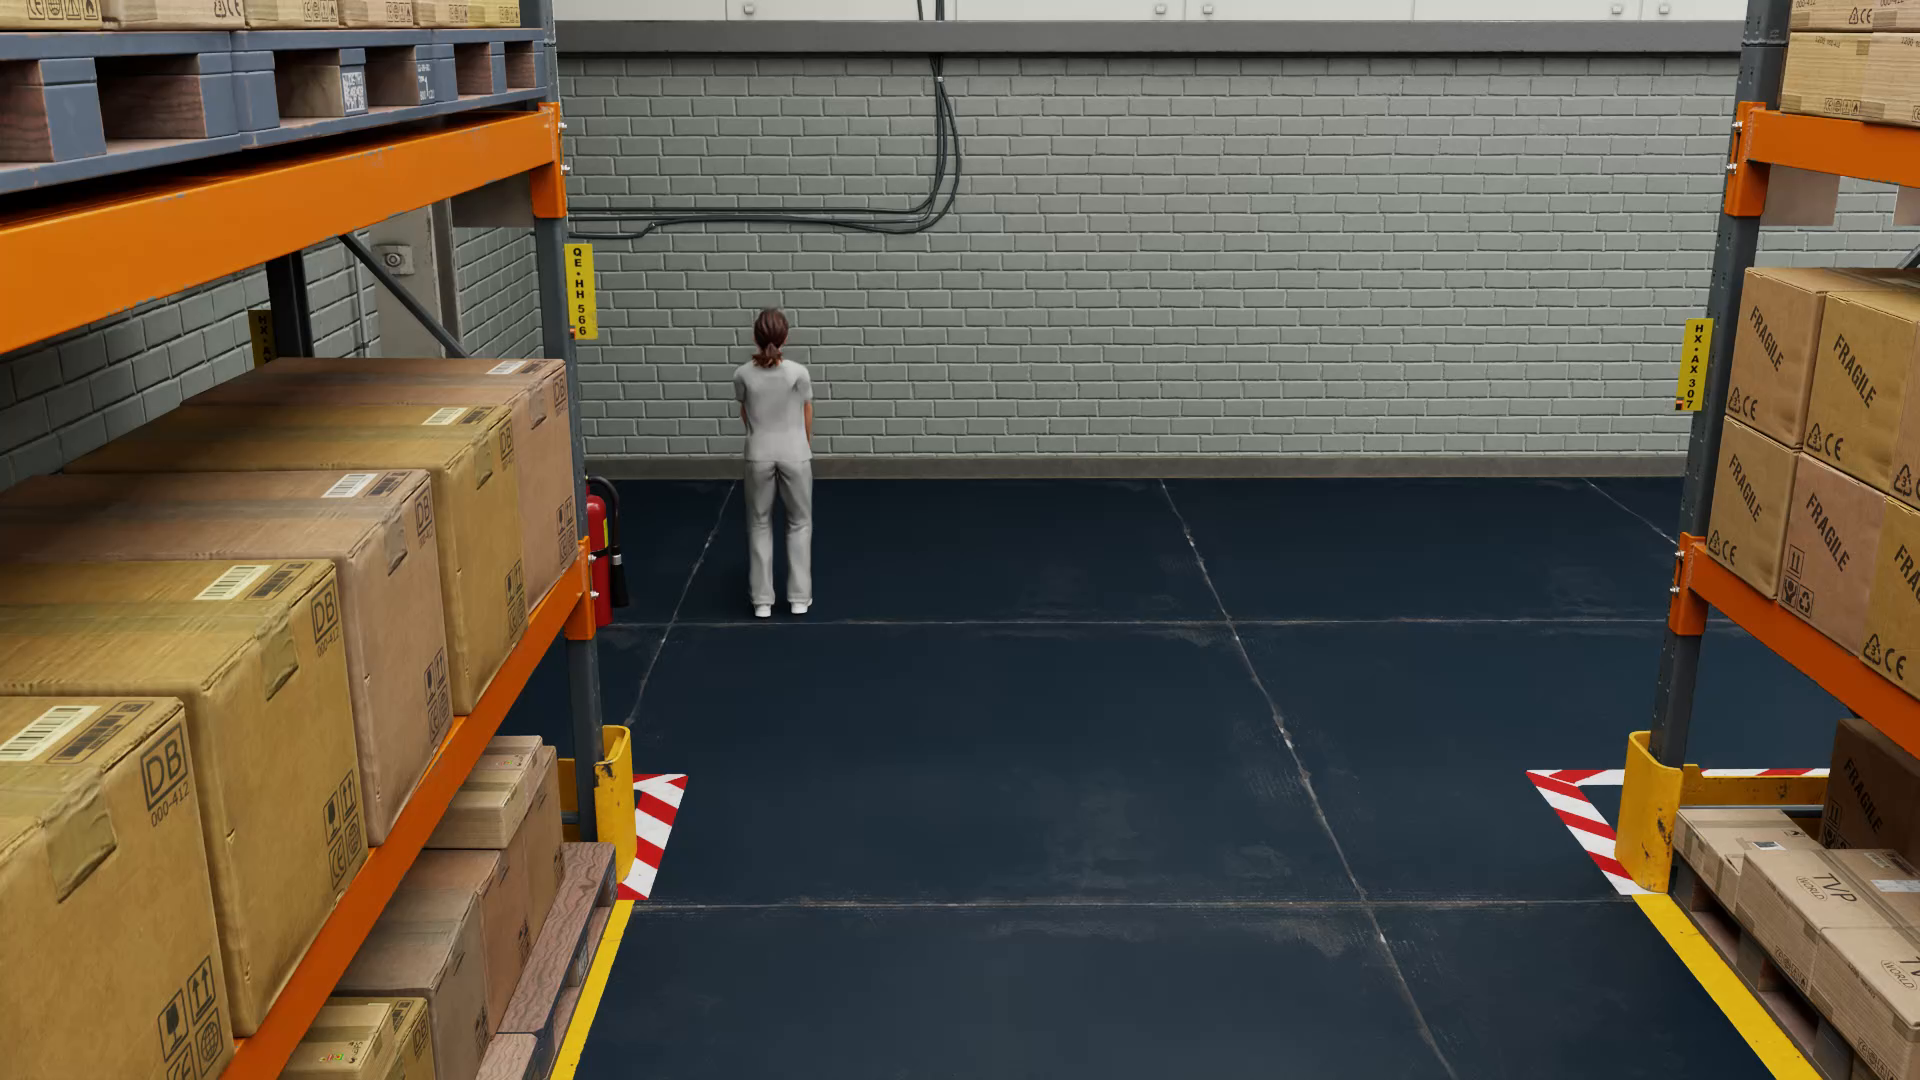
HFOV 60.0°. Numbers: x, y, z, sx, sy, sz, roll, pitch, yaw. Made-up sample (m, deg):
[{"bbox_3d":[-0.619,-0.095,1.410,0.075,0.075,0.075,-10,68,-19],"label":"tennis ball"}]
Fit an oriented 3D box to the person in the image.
[{"bbox_3d":[-0.983,-0.424,8.938,0.409,1.669,0.536,0,17,-1],"label":"person"}]
